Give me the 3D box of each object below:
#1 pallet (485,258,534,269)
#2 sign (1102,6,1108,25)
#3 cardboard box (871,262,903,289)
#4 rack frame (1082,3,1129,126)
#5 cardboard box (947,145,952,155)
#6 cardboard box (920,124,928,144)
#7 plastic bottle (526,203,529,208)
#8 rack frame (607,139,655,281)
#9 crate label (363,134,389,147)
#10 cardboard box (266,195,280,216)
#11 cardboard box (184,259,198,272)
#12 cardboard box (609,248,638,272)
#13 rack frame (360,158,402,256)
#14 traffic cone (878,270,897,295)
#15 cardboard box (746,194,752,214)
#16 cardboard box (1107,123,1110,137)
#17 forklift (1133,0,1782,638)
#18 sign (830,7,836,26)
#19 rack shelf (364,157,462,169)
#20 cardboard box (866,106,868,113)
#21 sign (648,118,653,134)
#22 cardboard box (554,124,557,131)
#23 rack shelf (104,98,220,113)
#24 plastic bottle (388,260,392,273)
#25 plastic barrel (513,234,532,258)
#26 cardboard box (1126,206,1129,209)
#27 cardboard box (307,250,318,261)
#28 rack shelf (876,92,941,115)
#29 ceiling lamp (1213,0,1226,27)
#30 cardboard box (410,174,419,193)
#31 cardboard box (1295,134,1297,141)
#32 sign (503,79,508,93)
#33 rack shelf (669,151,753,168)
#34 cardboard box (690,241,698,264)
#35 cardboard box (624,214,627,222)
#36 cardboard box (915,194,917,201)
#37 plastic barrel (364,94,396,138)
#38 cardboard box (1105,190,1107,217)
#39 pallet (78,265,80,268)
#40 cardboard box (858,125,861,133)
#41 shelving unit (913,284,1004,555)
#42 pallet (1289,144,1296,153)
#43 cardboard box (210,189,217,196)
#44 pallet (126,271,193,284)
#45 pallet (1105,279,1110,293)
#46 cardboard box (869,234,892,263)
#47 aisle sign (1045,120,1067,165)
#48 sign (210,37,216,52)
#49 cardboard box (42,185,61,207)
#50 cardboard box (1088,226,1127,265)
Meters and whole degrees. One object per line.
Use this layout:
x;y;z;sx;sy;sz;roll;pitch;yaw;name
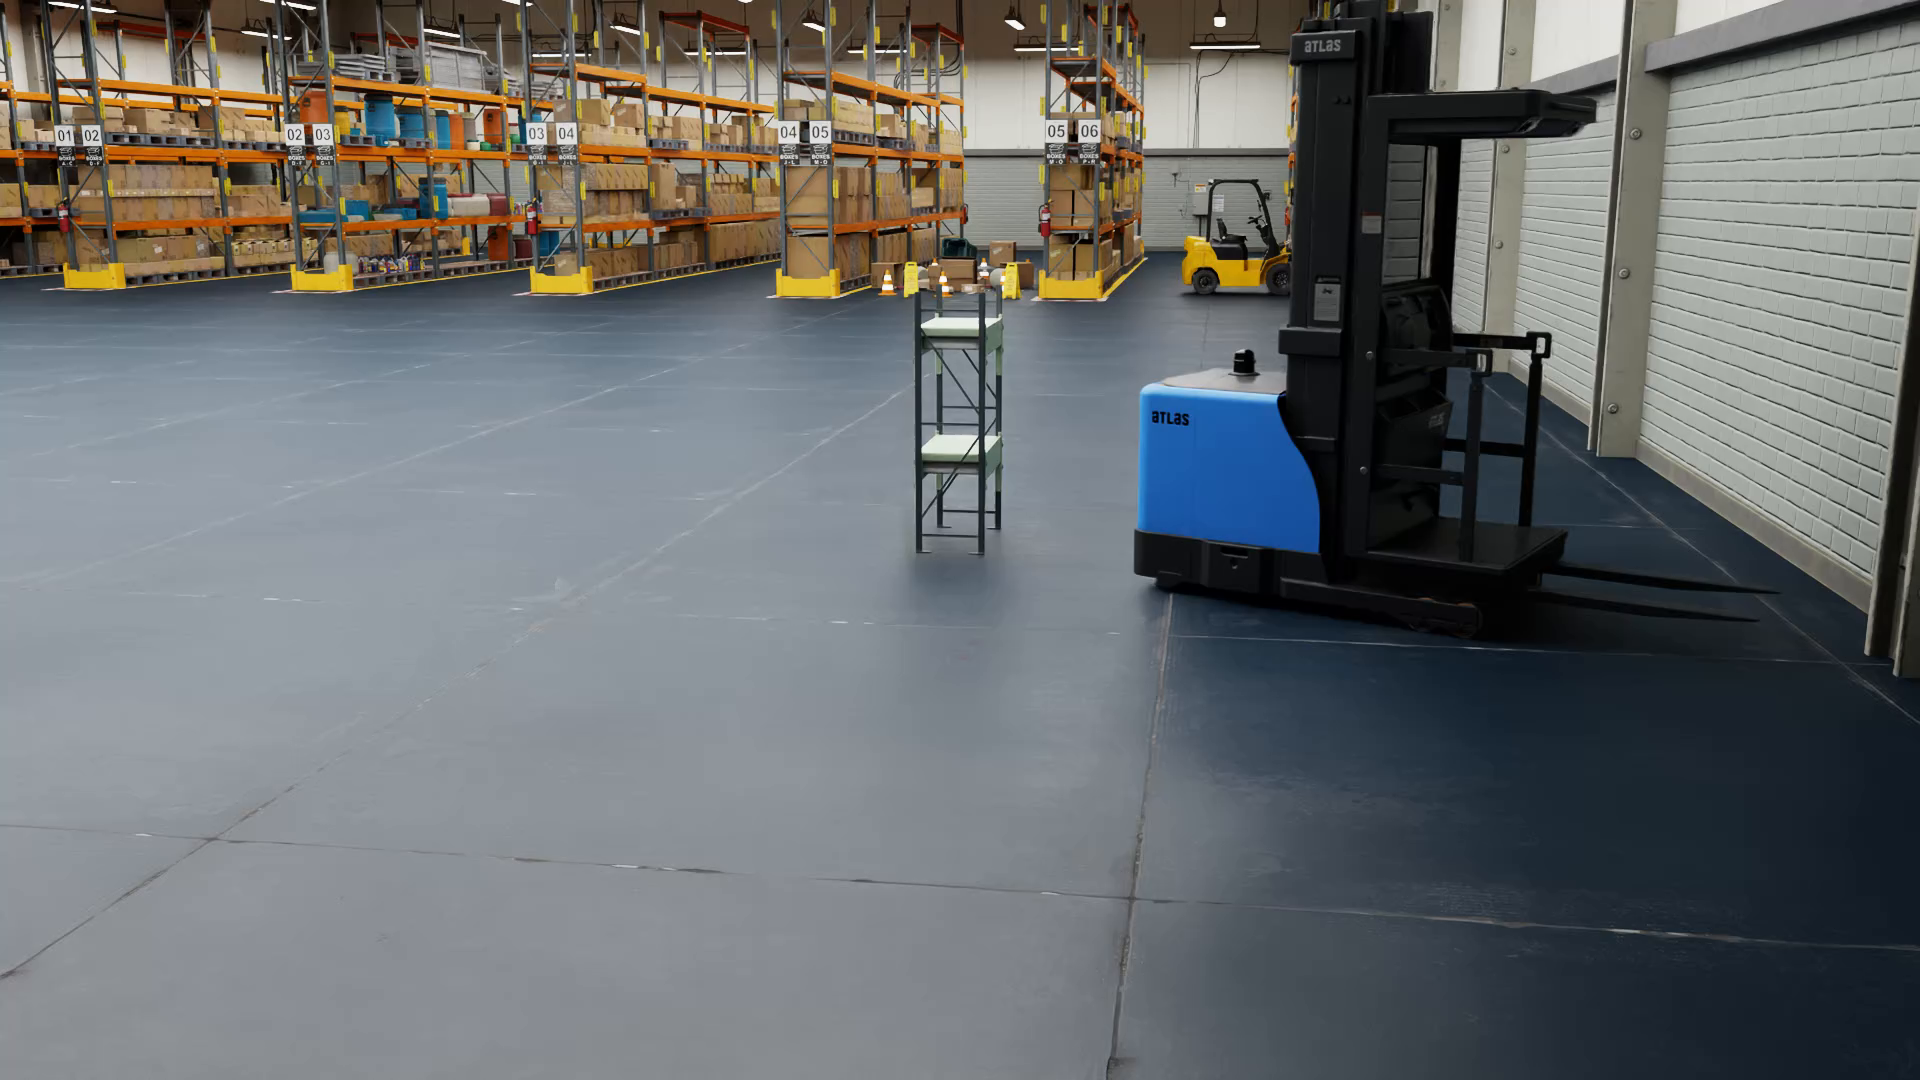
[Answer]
-11.331;-6.896;41.489;1.003;0.211;1.213;2;12;9;pallet
2.580;-9.357;29.645;0.100;0.325;0.005;2;12;9;sign
-1.472;-5.341;33.585;0.500;0.500;0.500;4;13;18;cardboard box
3.275;-10.544;37.561;1.000;3.000;0.127;2;12;9;rack frame
-0.517;-10.277;43.796;0.500;0.250;0.500;2;12;11;cardboard box
-1.184;-10.229;41.983;0.700;0.500;0.500;2;12;9;cardboard box
-10.853;-8.305;41.717;0.097;0.271;0.097;0;12;0;plastic bottle
-7.133;-7.100;35.819;1.000;3.000;0.127;2;12;9;rack frame
-12.028;-8.201;34.158;0.502;0.251;0.408;2;12;9;crate label
-16.547;-7.954;39.542;0.500;0.500;0.500;1;12;6;cardboard box
-16.925;-5.971;36.110;0.500;0.250;0.500;2;12;9;cardboard box
-7.234;-6.002;35.658;0.500;0.500;0.500;1;12;7;cardboard box
-15.690;-9.087;45.040;1.000;3.000;0.127;2;12;9;rack frame
-1.378;-4.910;31.679;0.336;0.463;0.334;2;12;9;traffic cone
-5.704;-8.708;43.043;0.500;0.500;0.500;2;12;9;cardboard box
2.625;-7.900;32.059;0.500;0.250;0.500;2;12;10;cardboard box
2.431;-1.098;8.129;3.031;2.935;1.130;8;15;33;forklift
-2.315;-9.533;30.276;0.100;0.325;0.005;2;12;9;sign
-15.383;-10.618;46.731;1.077;0.370;4.000;2;12;9;rack shelf
-2.067;-8.715;33.660;0.380;0.149;0.250;2;12;9;cardboard box
-6.595;-8.803;35.375;0.100;0.325;0.005;2;12;9;sign
-7.858;-7.974;32.162;0.380;0.149;0.250;1;12;7;cardboard box
-20.893;-11.216;43.335;1.077;0.370;4.000;2;12;9;rack shelf
-12.002;-5.748;34.977;0.097;0.271;0.097;0;12;0;plastic bottle
-11.179;-7.457;42.203;0.600;0.588;0.708;2;12;9;plastic barrel
3.746;-7.849;39.648;0.500;0.250;0.500;2;12;11;cardboard box
-16.145;-6.998;40.876;0.500;0.250;0.500;2;12;10;cardboard box
-1.324;-10.553;40.257;1.077;0.370;4.000;2;12;9;rack shelf
6.494;-13.967;39.588;0.800;3.185;2.000;2;12;9;ceiling lamp
-15.261;-9.821;45.835;0.500;0.500;0.500;1;12;7;cardboard box
8.153;-9.567;39.510;0.380;0.149;0.250;2;12;10;cardboard box
-10.867;-10.852;39.754;0.100;0.325;0.005;2;12;9;sign
-6.210;-9.464;41.375;1.077;0.370;4.000;2;12;9;rack shelf
-6.601;-6.786;39.250;0.700;0.500;0.500;1;12;6;cardboard box
-7.116;-6.664;34.394;0.380;0.149;0.250;2;12;9;cardboard box
-1.243;-8.238;39.991;0.380;0.149;0.250;2;12;9;cardboard box
-12.286;-8.974;35.206;0.600;0.901;0.708;2;12;9;plastic barrel
2.545;-6.444;31.833;0.500;0.500;0.500;2;12;8;cardboard box
-21.322;-6.889;41.456;1.003;0.211;1.213;2;12;9;pallet
-2.182;-8.165;33.001;0.380;0.149;0.250;2;12;8;cardboard box
-0.001;-0.732;9.829;0.431;1.500;0.755;2;12;9;shelving unit
8.625;-9.525;40.398;1.213;0.211;1.003;2;12;9;pallet
-16.751;-7.724;36.938;0.380;0.149;0.250;2;12;9;cardboard box
-17.269;-5.640;35.662;1.003;0.211;1.213;2;12;9;pallet
2.406;-5.020;32.787;1.003;0.211;1.213;2;12;9;pallet
-2.089;-6.357;36.713;1.050;0.750;0.750;2;12;9;cardboard box
1.748;-7.214;30.175;0.394;0.787;0.004;2;12;9;aisle sign
-16.376;-10.866;36.458;0.100;0.325;0.005;2;12;9;sign
-21.611;-8.067;39.022;0.700;0.500;0.500;3;13;14;cardboard box
3.463;-6.919;39.027;0.875;0.875;0.875;2;12;8;cardboard box
